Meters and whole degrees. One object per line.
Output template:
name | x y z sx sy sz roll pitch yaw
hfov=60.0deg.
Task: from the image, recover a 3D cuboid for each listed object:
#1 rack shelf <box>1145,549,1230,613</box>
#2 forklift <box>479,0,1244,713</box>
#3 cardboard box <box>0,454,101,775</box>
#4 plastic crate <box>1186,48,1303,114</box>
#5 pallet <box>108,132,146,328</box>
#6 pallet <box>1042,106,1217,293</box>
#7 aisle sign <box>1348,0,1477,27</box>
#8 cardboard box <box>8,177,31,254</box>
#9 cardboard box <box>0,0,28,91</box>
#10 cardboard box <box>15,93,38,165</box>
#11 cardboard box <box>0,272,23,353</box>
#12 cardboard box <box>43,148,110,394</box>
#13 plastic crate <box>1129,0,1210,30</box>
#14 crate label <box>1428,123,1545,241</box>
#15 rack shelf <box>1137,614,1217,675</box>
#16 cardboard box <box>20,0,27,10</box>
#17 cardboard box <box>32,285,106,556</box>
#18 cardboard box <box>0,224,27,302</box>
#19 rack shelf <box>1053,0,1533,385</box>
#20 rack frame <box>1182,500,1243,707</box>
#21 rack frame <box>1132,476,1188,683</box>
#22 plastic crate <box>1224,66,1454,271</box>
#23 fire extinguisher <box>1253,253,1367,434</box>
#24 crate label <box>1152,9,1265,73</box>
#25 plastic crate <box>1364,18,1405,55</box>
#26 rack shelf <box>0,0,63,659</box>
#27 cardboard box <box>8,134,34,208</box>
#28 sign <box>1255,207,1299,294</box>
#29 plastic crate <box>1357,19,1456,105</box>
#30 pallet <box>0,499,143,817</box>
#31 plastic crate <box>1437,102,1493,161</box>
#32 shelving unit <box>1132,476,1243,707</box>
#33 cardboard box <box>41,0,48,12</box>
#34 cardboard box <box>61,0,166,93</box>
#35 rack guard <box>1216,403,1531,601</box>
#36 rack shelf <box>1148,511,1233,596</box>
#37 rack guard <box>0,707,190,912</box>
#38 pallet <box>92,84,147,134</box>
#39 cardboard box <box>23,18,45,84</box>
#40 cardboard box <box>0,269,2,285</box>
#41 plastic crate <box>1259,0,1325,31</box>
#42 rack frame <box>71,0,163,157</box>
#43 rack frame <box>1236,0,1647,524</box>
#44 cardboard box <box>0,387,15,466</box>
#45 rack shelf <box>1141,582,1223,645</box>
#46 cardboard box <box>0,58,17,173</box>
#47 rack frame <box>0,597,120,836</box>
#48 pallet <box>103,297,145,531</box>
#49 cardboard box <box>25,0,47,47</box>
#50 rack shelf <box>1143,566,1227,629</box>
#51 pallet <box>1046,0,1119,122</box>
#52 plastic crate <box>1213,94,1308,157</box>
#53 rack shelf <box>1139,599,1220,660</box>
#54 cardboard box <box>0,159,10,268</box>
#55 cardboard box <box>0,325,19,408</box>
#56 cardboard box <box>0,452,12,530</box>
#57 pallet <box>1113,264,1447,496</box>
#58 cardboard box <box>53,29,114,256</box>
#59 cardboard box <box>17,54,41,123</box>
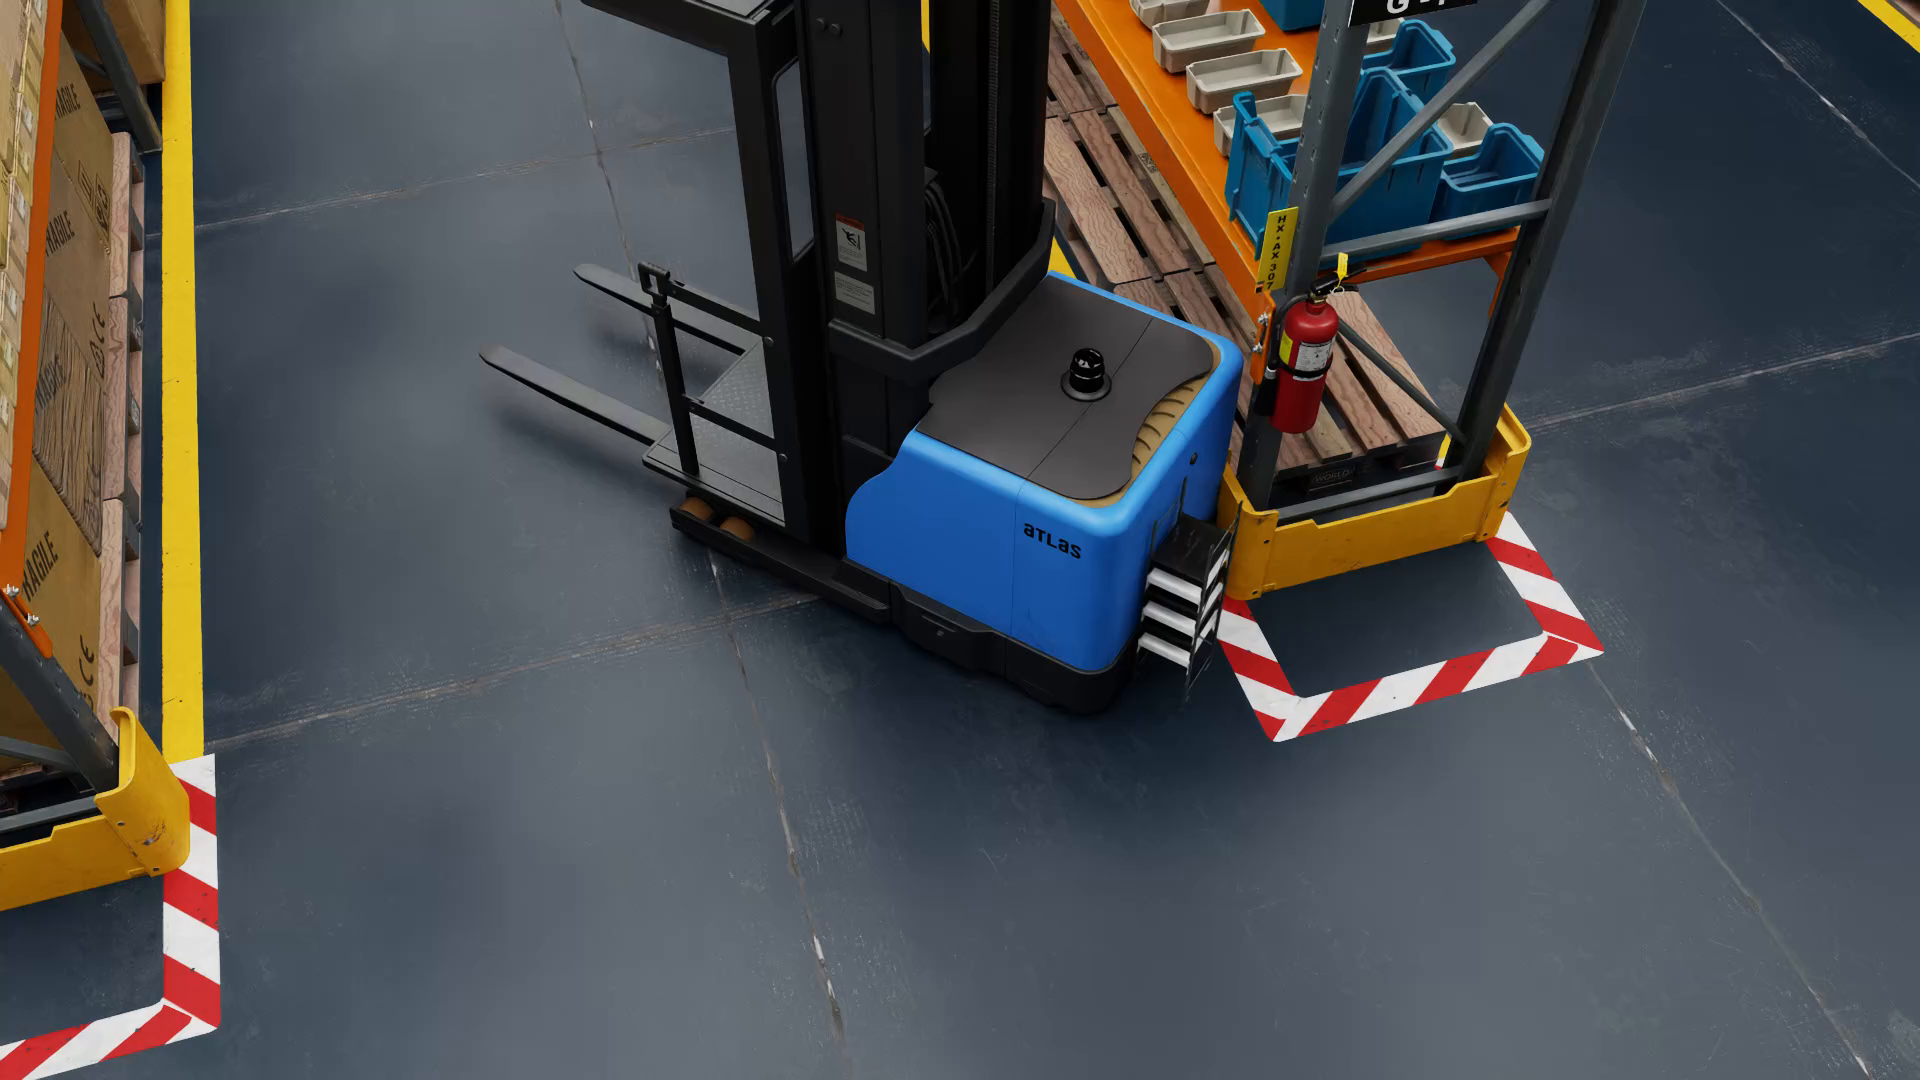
rack shelf | 0.781 0.102 5.674 0.200 0.077 0.258 25 54 20
forklift | -0.535 -1.193 5.628 3.031 2.935 1.130 25 54 20
cardboard box | -3.480 0.226 5.502 0.875 0.875 0.875 -13 51 -11
plastic crate | 1.031 -1.698 6.142 0.396 0.136 0.243 -13 51 -11
pallet | -4.247 -1.323 7.517 1.003 0.211 1.213 -13 51 -11
pallet | 0.953 -1.595 7.747 1.003 0.211 1.213 -13 51 -11
aisle sign | 1.259 -1.713 4.321 0.394 0.787 0.004 -13 51 -11
cardboard box | -3.386 -1.065 5.640 0.380 0.149 0.250 -14 51 -11
cardboard box | -3.709 -1.830 6.024 0.500 0.250 0.500 -12 51 -10
cardboard box | -3.539 -1.441 5.957 0.380 0.149 0.250 -13 51 -10
cardboard box | -3.235 -0.691 5.325 0.380 0.149 0.250 -14 51 -12
cardboard box | -4.012 -1.088 6.610 0.875 0.875 0.875 -13 51 -11
plastic crate | 0.820 -2.108 6.488 0.298 0.136 0.250 -13 51 -11
crate label | 1.759 -1.214 5.671 0.416 0.233 0.303 -13 51 -11
rack shelf | 0.781 0.334 5.949 0.200 0.077 0.258 25 54 20
cardboard box | -3.860 -2.202 6.338 0.500 0.250 0.500 -12 51 -10
cardboard box | -3.749 -0.438 6.062 0.875 0.875 0.875 -13 51 -11
cardboard box | -3.310 -0.877 5.481 0.380 0.149 0.250 -14 51 -12
rack shelf | 0.926 -2.223 6.922 1.077 0.370 4.000 -13 51 -11
rack frame | 0.868 0.236 5.752 0.006 0.900 0.240 25 54 20
rack frame | 0.694 0.156 5.820 0.006 0.900 0.240 25 54 20
plastic crate | 1.240 -1.227 5.550 0.616 0.435 0.499 -13 51 -11
fire extinguisher | 1.128 -0.636 5.408 0.296 0.674 0.183 -13 51 -11
crate label | 0.926 -1.896 6.309 0.396 0.136 0.243 -13 51 -11
plastic crate | 1.542 -1.931 6.339 0.250 0.136 0.298 -13 51 -11
rack shelf | -3.806 -1.103 5.978 1.077 0.370 4.000 -13 51 -11
cardboard box | -3.460 -1.250 5.796 0.380 0.149 0.250 -14 51 -12
sign | 0.997 -0.910 5.238 0.100 0.325 0.005 -13 51 -11
plastic crate | 1.564 -1.695 6.077 0.416 0.233 0.300 -13 51 -11
pallet | -3.525 0.459 6.015 1.003 0.211 1.213 -13 51 -11
plastic crate | 1.743 -1.436 5.921 0.250 0.136 0.298 -13 51 -11
shelving unit | 0.781 0.196 5.786 0.210 0.900 0.258 25 54 20
cardboard box | -3.842 -2.190 6.588 0.380 0.149 0.250 -14 51 -12
cardboard box | -4.605 -2.709 7.976 1.225 0.875 0.875 -13 51 -11
rack guard | 1.537 -0.173 6.359 1.175 0.500 0.348 -13 51 -11
rack shelf | 0.781 0.044 5.605 0.200 0.077 0.258 25 54 20
rack guard | -3.207 0.949 5.412 1.175 0.500 0.348 -13 51 -11
pallet | -4.697 -2.443 8.461 1.003 0.211 1.213 -13 51 -11
cardboard box | -3.689 -1.814 6.271 0.380 0.149 0.250 -12 51 -10
cardboard box | -3.258 -0.711 5.081 0.500 0.250 0.500 -14 51 -11
plastic crate | 1.369 -2.175 6.482 0.416 0.233 0.300 -13 51 -11
rack frame | -4.397 -2.795 6.934 1.000 3.000 0.127 -13 51 -11
rack frame | 1.517 -0.994 5.415 1.000 3.000 0.127 -13 51 -11
cardboard box | -3.081 -0.314 5.007 0.380 0.149 0.250 -14 51 -12
rack shelf | 0.781 0.218 5.811 0.200 0.077 0.258 25 54 20
cardboard box | -3.563 -1.459 5.711 0.500 0.250 0.500 -14 51 -12
rack frame | -3.214 0.126 4.471 1.000 3.000 0.127 -13 51 -11
pallet | -3.883 -0.431 6.765 1.003 0.211 1.213 -13 51 -11
cardboard box | -3.766 -2.002 6.430 0.380 0.149 0.250 -12 51 -10
rack shelf | 0.781 0.160 5.742 0.200 0.077 0.258 25 54 20
pallet | 0.589 -2.488 8.499 1.003 0.211 1.213 -13 51 -11
plastic crate | 1.103 -1.483 5.961 0.396 0.136 0.243 -13 51 -11
rack shelf | 0.781 0.276 5.880 0.200 0.077 0.258 25 54 20
cardboard box | -3.403 -1.079 5.391 0.500 0.250 0.500 -15 51 -12
cardboard box | -3.157 -0.501 5.164 0.380 0.149 0.250 -14 51 -12
cardboard box | -3.004 -0.127 4.849 0.380 0.149 0.250 -13 51 -11
pallet | 1.310 -0.706 6.997 1.003 0.211 1.213 -13 51 -11
cardboard box | -4.278 -1.746 7.164 0.875 0.875 0.875 -13 51 -11
cardboard box | -3.614 -1.627 6.114 0.380 0.149 0.250 -14 51 -12
